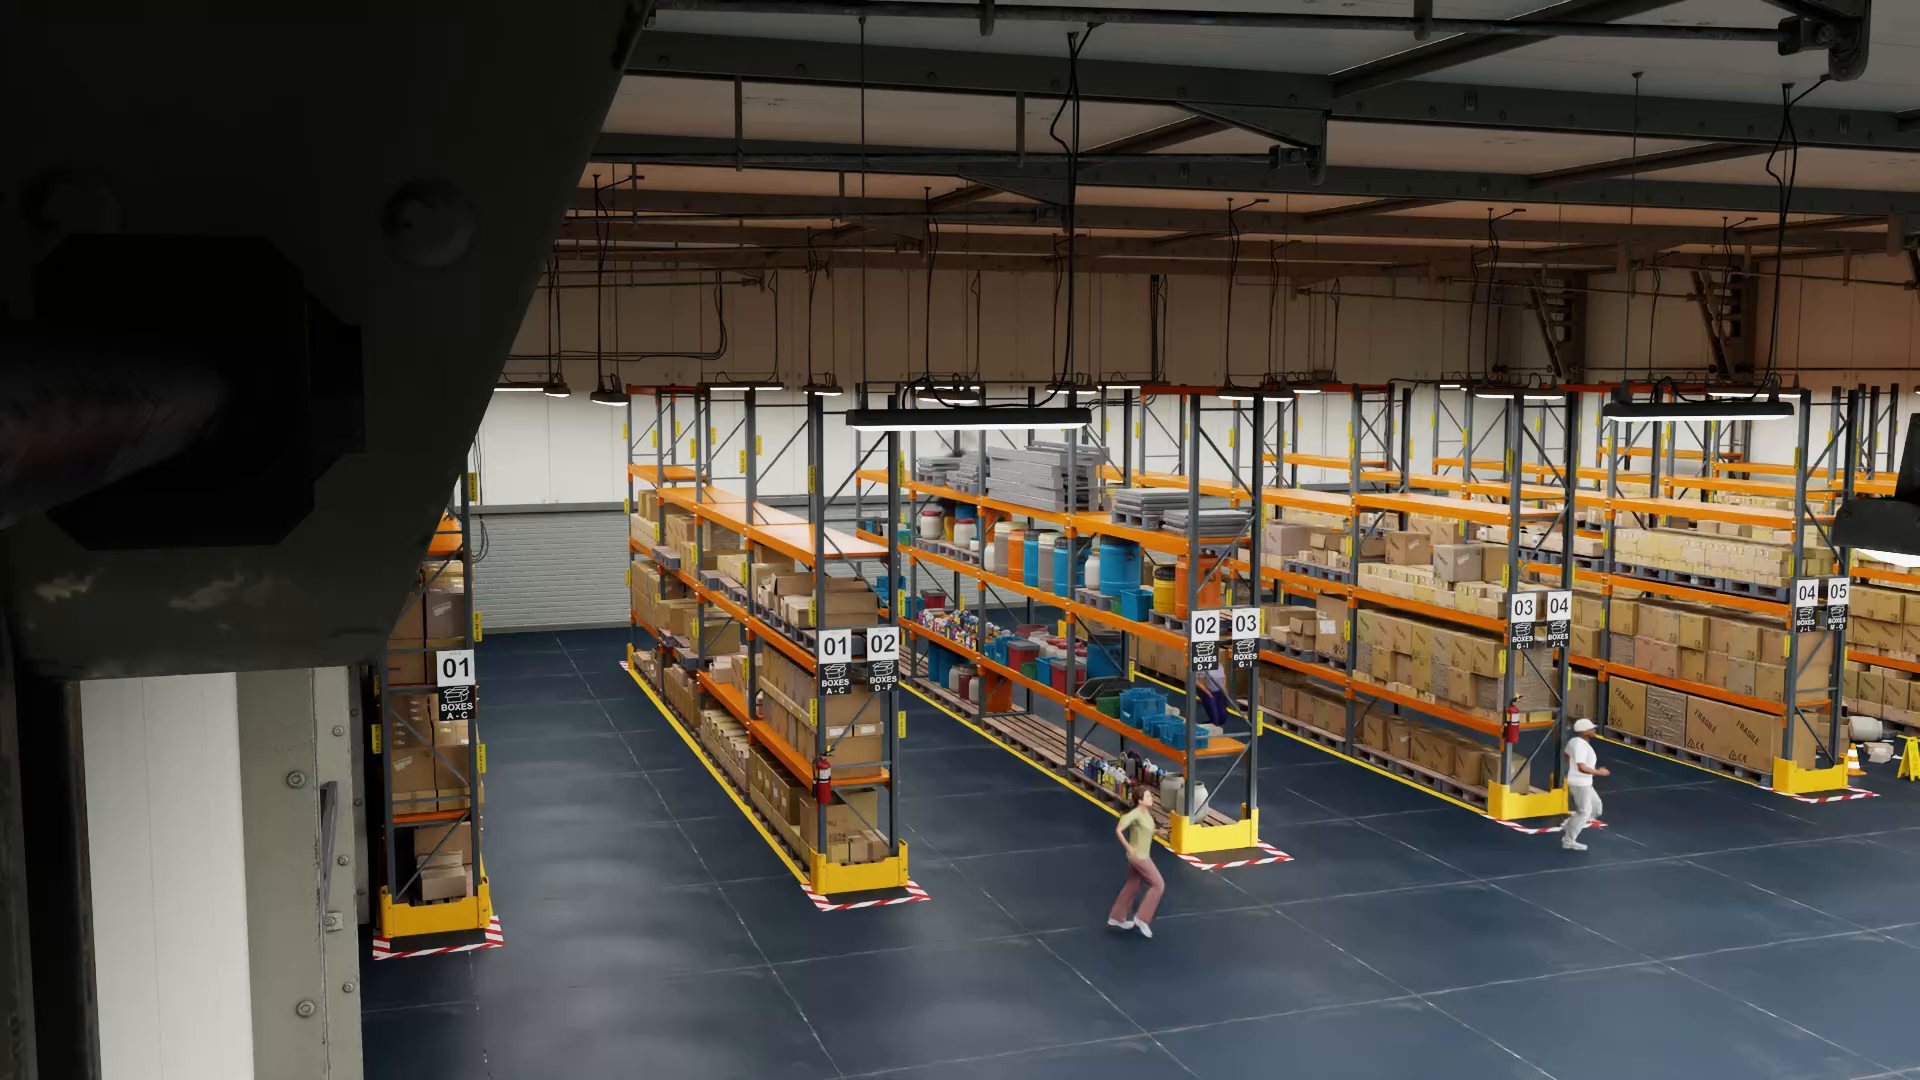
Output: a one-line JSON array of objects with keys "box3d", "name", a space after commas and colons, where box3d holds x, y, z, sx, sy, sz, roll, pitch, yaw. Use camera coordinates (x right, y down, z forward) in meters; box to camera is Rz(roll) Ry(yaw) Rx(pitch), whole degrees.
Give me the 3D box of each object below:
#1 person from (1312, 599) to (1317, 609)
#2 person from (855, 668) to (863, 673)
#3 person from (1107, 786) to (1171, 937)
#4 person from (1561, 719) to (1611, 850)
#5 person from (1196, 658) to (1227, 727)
[{"box3d": [8.761, 1.267, 40.706, 0.737, 1.784, 0.979, -4, 7, -35], "name": "person"}, {"box3d": [-1.924, 2.398, 29.927, 0.651, 1.684, 0.602, -4, 7, -33], "name": "person"}, {"box3d": [2.011, 3.591, 18.669, 0.692, 1.705, 0.547, 1, 6, 11], "name": "person"}, {"box3d": [8.274, 3.209, 21.961, 0.581, 1.709, 0.742, 2, 6, 19], "name": "person"}, {"box3d": [4.223, 2.645, 27.986, 0.614, 1.618, 0.598, -3, 7, -28], "name": "person"}]
